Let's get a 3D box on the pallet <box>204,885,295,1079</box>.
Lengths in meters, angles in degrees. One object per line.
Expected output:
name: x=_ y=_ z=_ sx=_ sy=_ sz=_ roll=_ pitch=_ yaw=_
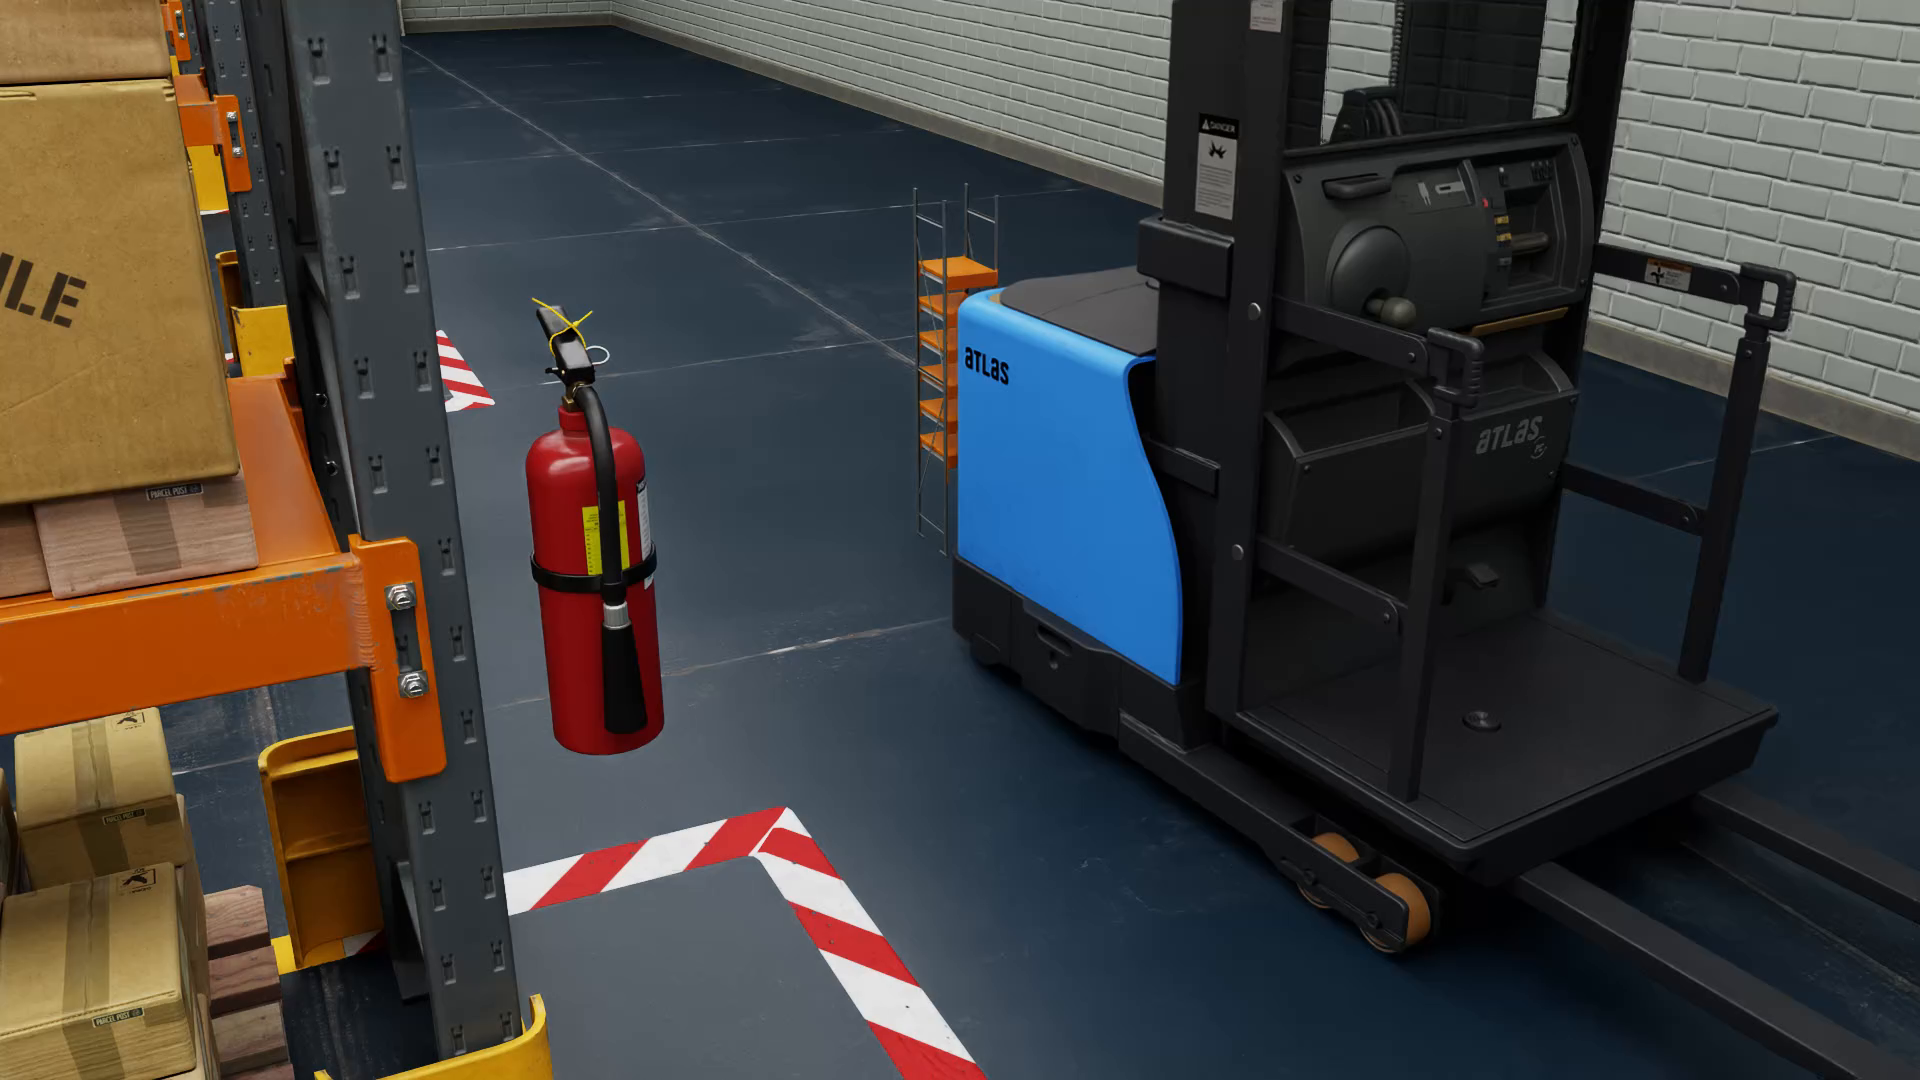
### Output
pallet: x=-1.787 y=1.083 z=2.857 sx=1.213 sy=0.211 sz=1.003 roll=-10 pitch=25 yaw=-24

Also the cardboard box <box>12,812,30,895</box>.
cardboard box: x=-1.826 y=0.670 z=3.000 sx=0.250 sy=0.149 sz=0.380 roll=-11 pitch=25 yaw=-24

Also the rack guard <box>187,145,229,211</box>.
rack guard: x=-5.163 y=-2.627 z=11.443 sx=0.348 sy=0.500 sz=1.175 roll=-10 pitch=25 yaw=-24

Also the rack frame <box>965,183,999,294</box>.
rack frame: x=0.069 y=-0.567 z=5.551 sx=0.006 sy=1.200 sz=0.240 roll=-10 pitch=25 yaw=-24

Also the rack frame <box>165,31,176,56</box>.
rack frame: x=-7.324 y=-5.481 z=15.070 sx=0.127 sy=3.000 sz=1.000 roll=-10 pitch=25 yaw=-24

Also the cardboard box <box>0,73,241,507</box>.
cardboard box: x=-1.264 y=-0.361 z=2.180 sx=0.500 sy=0.500 sz=0.500 roll=-10 pitch=24 yaw=-23

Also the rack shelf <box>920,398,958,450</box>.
rack shelf: x=-0.013 y=-0.400 z=5.578 sx=0.180 sy=0.103 sz=0.258 roll=-10 pitch=25 yaw=-24

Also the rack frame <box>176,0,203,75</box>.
rack frame: x=-5.179 y=-3.773 z=10.944 sx=0.127 sy=3.000 sz=1.000 roll=-10 pitch=25 yaw=-24

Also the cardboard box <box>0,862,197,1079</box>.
cardboard box: x=-1.338 y=0.683 z=2.579 sx=0.250 sy=0.149 sz=0.380 roll=-10 pitch=25 yaw=-23

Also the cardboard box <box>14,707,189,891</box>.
cardboard box: x=-1.591 y=0.478 z=3.075 sx=0.250 sy=0.149 sz=0.380 roll=-12 pitch=25 yaw=-26

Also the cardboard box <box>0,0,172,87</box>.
cardboard box: x=-1.276 y=-0.824 z=1.993 sx=0.500 sy=0.500 sz=0.500 roll=-11 pitch=25 yaw=-25

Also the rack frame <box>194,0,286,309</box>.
rack frame: x=-3.031 y=-2.067 z=6.821 sx=0.127 sy=3.000 sz=1.000 roll=-10 pitch=25 yaw=-24

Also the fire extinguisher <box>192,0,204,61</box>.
fire extinguisher: x=-4.846 y=-3.434 z=10.712 sx=0.183 sy=0.674 sz=0.296 roll=-10 pitch=25 yaw=-24

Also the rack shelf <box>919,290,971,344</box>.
rack shelf: x=-0.013 y=-0.733 z=5.440 sx=0.180 sy=0.103 sz=0.258 roll=-10 pitch=25 yaw=-24

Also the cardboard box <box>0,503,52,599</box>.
cardboard box: x=-1.383 y=-0.045 z=2.264 sx=0.250 sy=0.149 sz=0.380 roll=-10 pitch=25 yaw=-24

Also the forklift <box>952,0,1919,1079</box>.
forklift: x=1.201 y=-0.670 z=3.535 sx=1.130 sy=2.935 sz=3.031 roll=-14 pitch=26 yaw=-30

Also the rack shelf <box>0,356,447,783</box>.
rack shelf: x=-2.773 y=0.324 z=1.987 sx=4.000 sy=0.370 sz=1.077 roll=-10 pitch=25 yaw=-24

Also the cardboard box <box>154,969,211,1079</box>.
cardboard box: x=-1.323 y=0.831 z=2.610 sx=0.250 sy=0.149 sz=0.380 roll=-11 pitch=25 yaw=-25

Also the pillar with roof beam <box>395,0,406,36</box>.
pillar with roof beam: x=-5.551 y=-9.222 z=16.263 sx=0.400 sy=9.000 sz=9.100 roll=-10 pitch=25 yaw=-24

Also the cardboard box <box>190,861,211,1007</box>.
cardboard box: x=-1.582 y=0.759 z=3.172 sx=0.250 sy=0.149 sz=0.380 roll=-10 pitch=24 yaw=-23

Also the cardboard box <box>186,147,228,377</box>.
cardboard box: x=-3.573 y=-1.145 z=6.824 sx=0.875 sy=0.875 sz=0.875 roll=-10 pitch=25 yaw=-24

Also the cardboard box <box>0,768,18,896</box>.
cardboard box: x=-1.787 y=0.565 z=2.864 sx=0.250 sy=0.149 sz=0.380 roll=-10 pitch=24 yaw=-23

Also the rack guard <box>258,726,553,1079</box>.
rack guard: x=-1.040 y=0.827 z=3.098 sx=0.348 sy=0.500 sz=1.175 roll=-10 pitch=25 yaw=-24

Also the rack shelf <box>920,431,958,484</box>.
rack shelf: x=-0.013 y=-0.289 z=5.624 sx=0.180 sy=0.103 sz=0.258 roll=-10 pitch=25 yaw=-24

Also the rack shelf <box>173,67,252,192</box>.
rack shelf: x=-4.833 y=-1.402 z=6.157 sx=4.000 sy=0.370 sz=1.077 roll=-10 pitch=25 yaw=-24

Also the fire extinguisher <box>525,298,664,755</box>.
fire extinguisher: x=-0.544 y=-0.015 z=2.453 sx=0.183 sy=0.674 sz=0.296 roll=-10 pitch=25 yaw=-24

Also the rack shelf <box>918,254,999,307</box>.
rack shelf: x=-0.013 y=-0.844 z=5.394 sx=0.180 sy=0.103 sz=0.258 roll=-10 pitch=25 yaw=-24

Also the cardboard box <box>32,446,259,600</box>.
cardboard box: x=-1.142 y=-0.073 z=2.333 sx=0.250 sy=0.149 sz=0.380 roll=-10 pitch=25 yaw=-24

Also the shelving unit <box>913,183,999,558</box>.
shelving unit: x=-0.013 y=-0.552 z=5.515 sx=0.189 sy=1.200 sz=0.258 roll=-10 pitch=25 yaw=-24

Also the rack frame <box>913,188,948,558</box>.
rack frame: x=-0.095 y=-0.537 z=5.478 sx=0.006 sy=1.200 sz=0.240 roll=-10 pitch=25 yaw=-24

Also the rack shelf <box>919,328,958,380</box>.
rack shelf: x=-0.013 y=-0.622 z=5.486 sx=0.180 sy=0.103 sz=0.258 roll=-10 pitch=25 yaw=-24

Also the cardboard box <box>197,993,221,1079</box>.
cardboard box: x=-1.355 y=0.942 z=2.731 sx=0.250 sy=0.149 sz=0.380 roll=-10 pitch=25 yaw=-23

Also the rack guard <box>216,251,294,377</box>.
rack guard: x=-3.010 y=-0.916 z=7.308 sx=0.348 sy=0.500 sz=1.175 roll=-10 pitch=25 yaw=-24

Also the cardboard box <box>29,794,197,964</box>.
cardboard box: x=-1.555 y=0.644 z=3.062 sx=0.250 sy=0.149 sz=0.380 roll=-9 pitch=24 yaw=-21

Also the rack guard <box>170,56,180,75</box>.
rack guard: x=-7.393 y=-4.314 z=15.517 sx=0.348 sy=0.500 sz=1.175 roll=-10 pitch=25 yaw=-24

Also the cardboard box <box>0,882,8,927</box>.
cardboard box: x=-1.589 y=0.705 z=2.526 sx=0.250 sy=0.149 sz=0.380 roll=-10 pitch=24 yaw=-23

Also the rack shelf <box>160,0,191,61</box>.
rack shelf: x=-6.981 y=-3.109 z=10.280 sx=4.000 sy=0.370 sz=1.077 roll=-10 pitch=25 yaw=-24

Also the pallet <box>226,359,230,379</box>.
pallet: x=-3.718 y=-0.619 z=6.968 sx=1.213 sy=0.211 sz=1.003 roll=-10 pitch=25 yaw=-24

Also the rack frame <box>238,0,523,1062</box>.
rack frame: x=-0.971 y=-0.340 z=2.651 sx=0.127 sy=3.000 sz=1.000 roll=-10 pitch=25 yaw=-24

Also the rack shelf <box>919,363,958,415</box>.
rack shelf: x=-0.013 y=-0.511 z=5.532 sx=0.180 sy=0.103 sz=0.258 roll=-10 pitch=25 yaw=-24
